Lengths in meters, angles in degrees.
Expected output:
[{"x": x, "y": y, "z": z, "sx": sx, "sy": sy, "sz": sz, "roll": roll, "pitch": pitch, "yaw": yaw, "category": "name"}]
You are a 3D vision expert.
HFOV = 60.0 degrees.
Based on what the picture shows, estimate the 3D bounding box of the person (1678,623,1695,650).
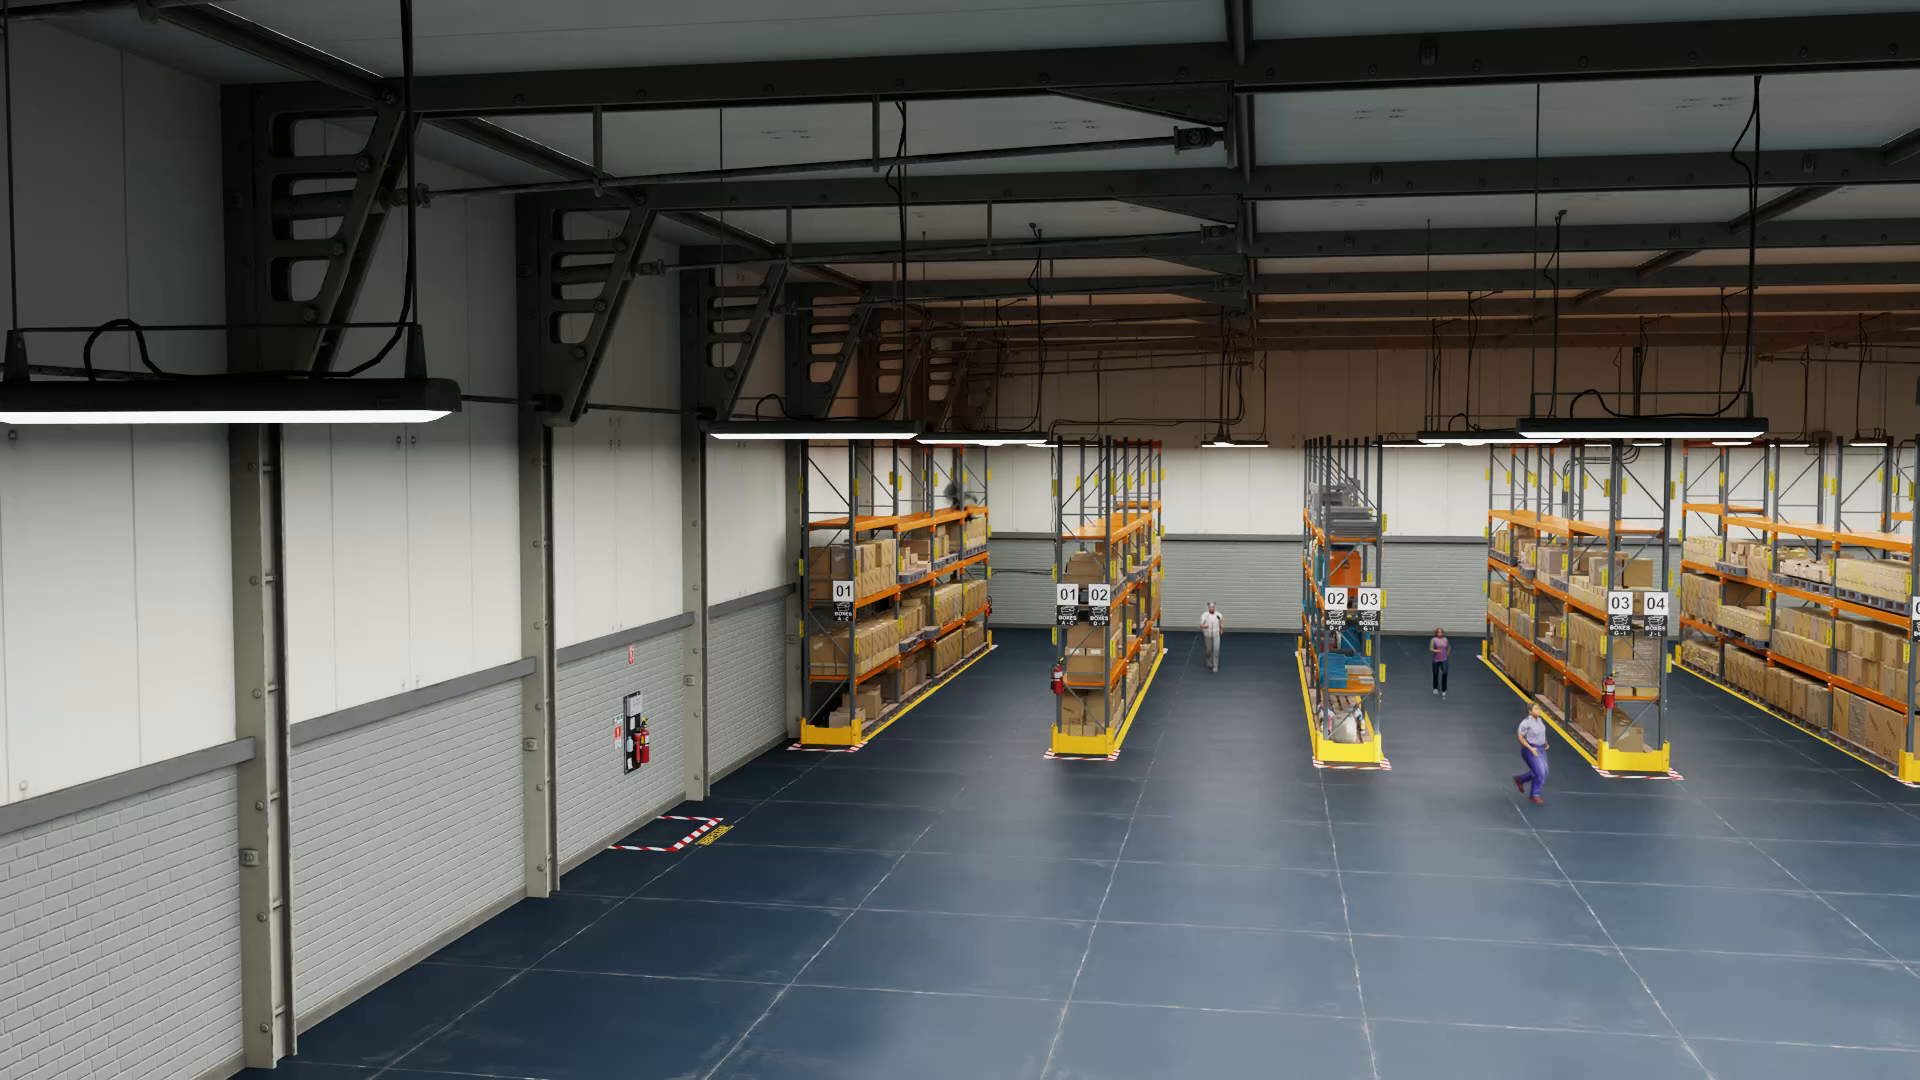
[{"x": 20.071, "y": 2.430, "z": 45.791, "sx": 0.703, "sy": 1.641, "sz": 0.826, "roll": 2, "pitch": 4, "yaw": 29, "category": "person"}]

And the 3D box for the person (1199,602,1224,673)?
[{"x": 6.540, "y": 2.492, "z": 43.219, "sx": 0.660, "sy": 1.805, "sz": 0.969, "roll": 0, "pitch": 3, "yaw": 5, "category": "person"}]

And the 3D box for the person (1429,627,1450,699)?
[{"x": 11.116, "y": 2.840, "z": 38.510, "sx": 0.507, "sy": 1.641, "sz": 0.702, "roll": 0, "pitch": 3, "yaw": 8, "category": "person"}]

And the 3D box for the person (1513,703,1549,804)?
[{"x": 9.310, "y": 3.460, "z": 27.150, "sx": 0.602, "sy": 1.625, "sz": 0.585, "roll": -3, "pitch": 4, "yaw": -44, "category": "person"}]

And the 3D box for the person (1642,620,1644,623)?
[{"x": 18.849, "y": 2.475, "z": 45.356, "sx": 0.525, "sy": 1.623, "sz": 0.664, "roll": -1, "pitch": 3, "yaw": -22, "category": "person"}]
